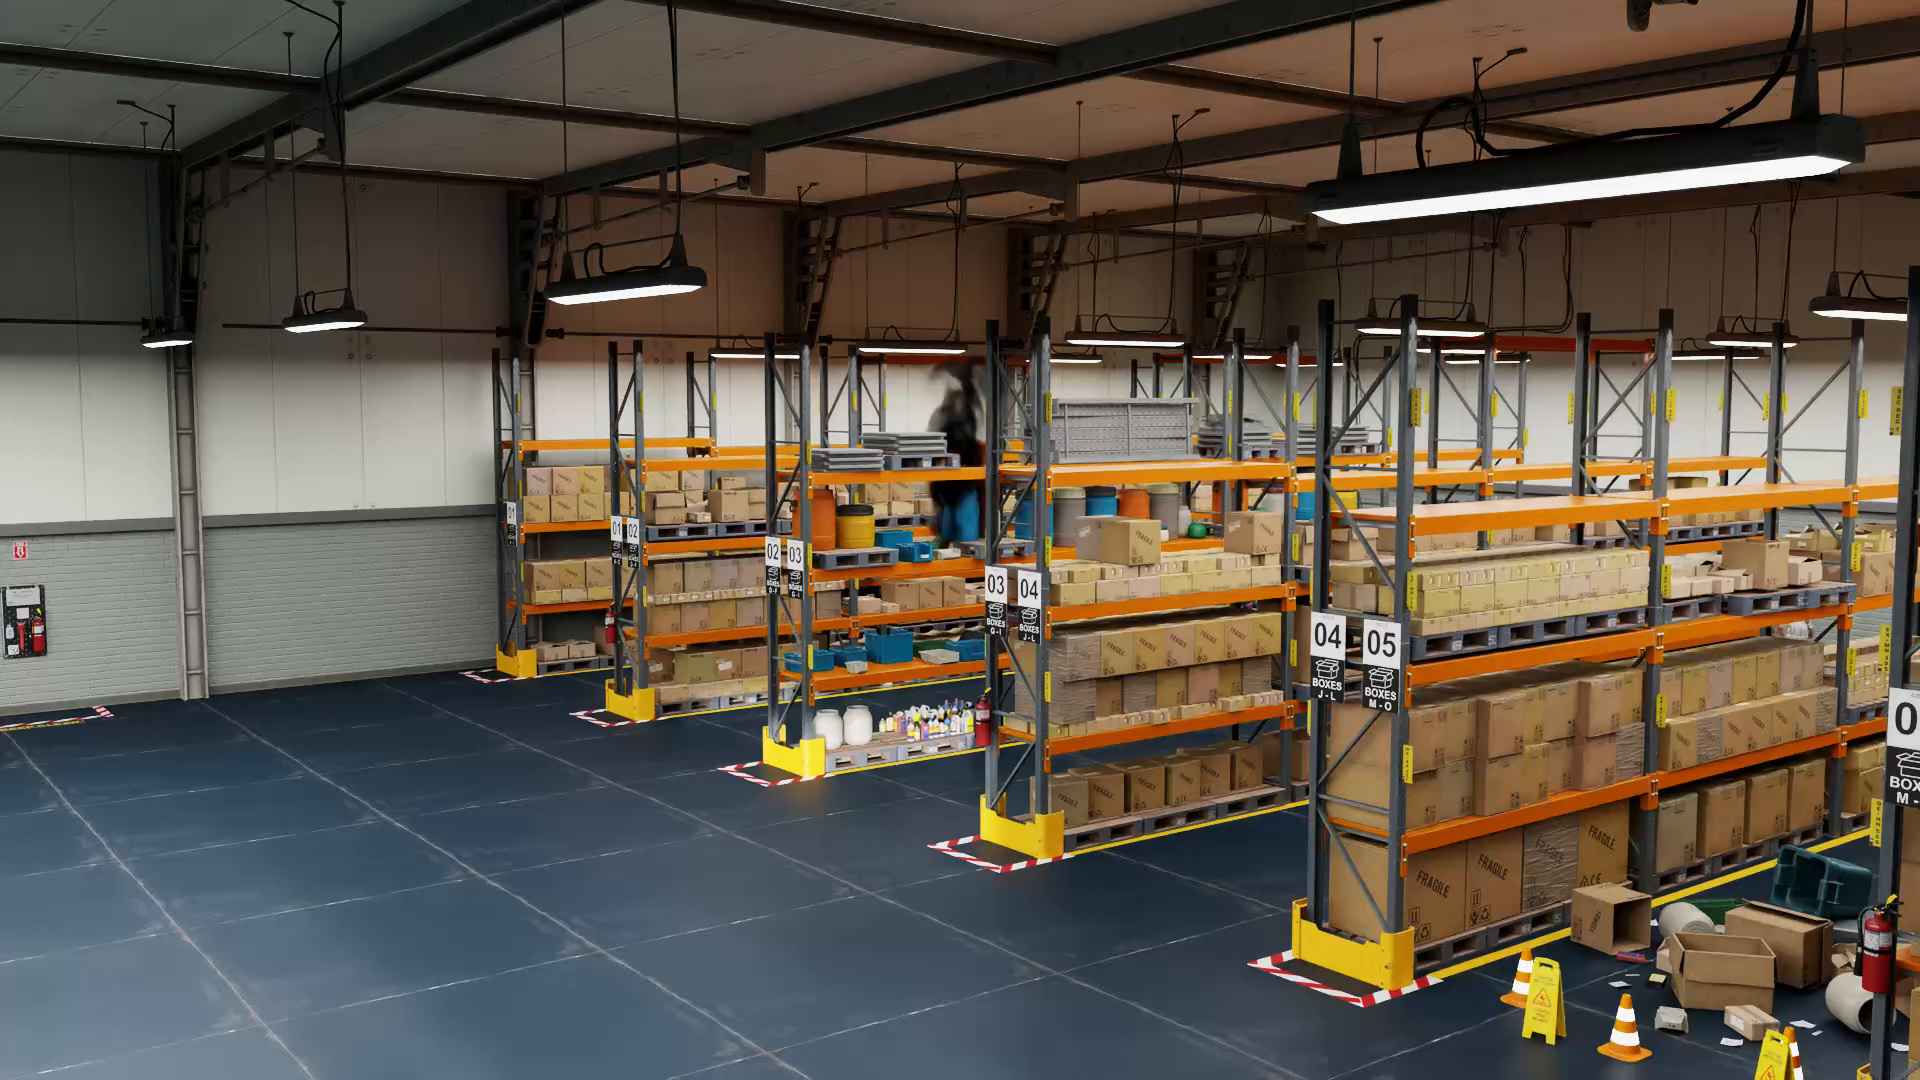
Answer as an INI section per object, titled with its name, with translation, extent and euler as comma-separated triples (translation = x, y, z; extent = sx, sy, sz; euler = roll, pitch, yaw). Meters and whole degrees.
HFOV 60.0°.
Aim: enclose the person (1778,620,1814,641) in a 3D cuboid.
[person]
translation = 14.470, 1.809, 28.785
extent = 0.571, 1.659, 0.665
euler = 0, 5, 5
